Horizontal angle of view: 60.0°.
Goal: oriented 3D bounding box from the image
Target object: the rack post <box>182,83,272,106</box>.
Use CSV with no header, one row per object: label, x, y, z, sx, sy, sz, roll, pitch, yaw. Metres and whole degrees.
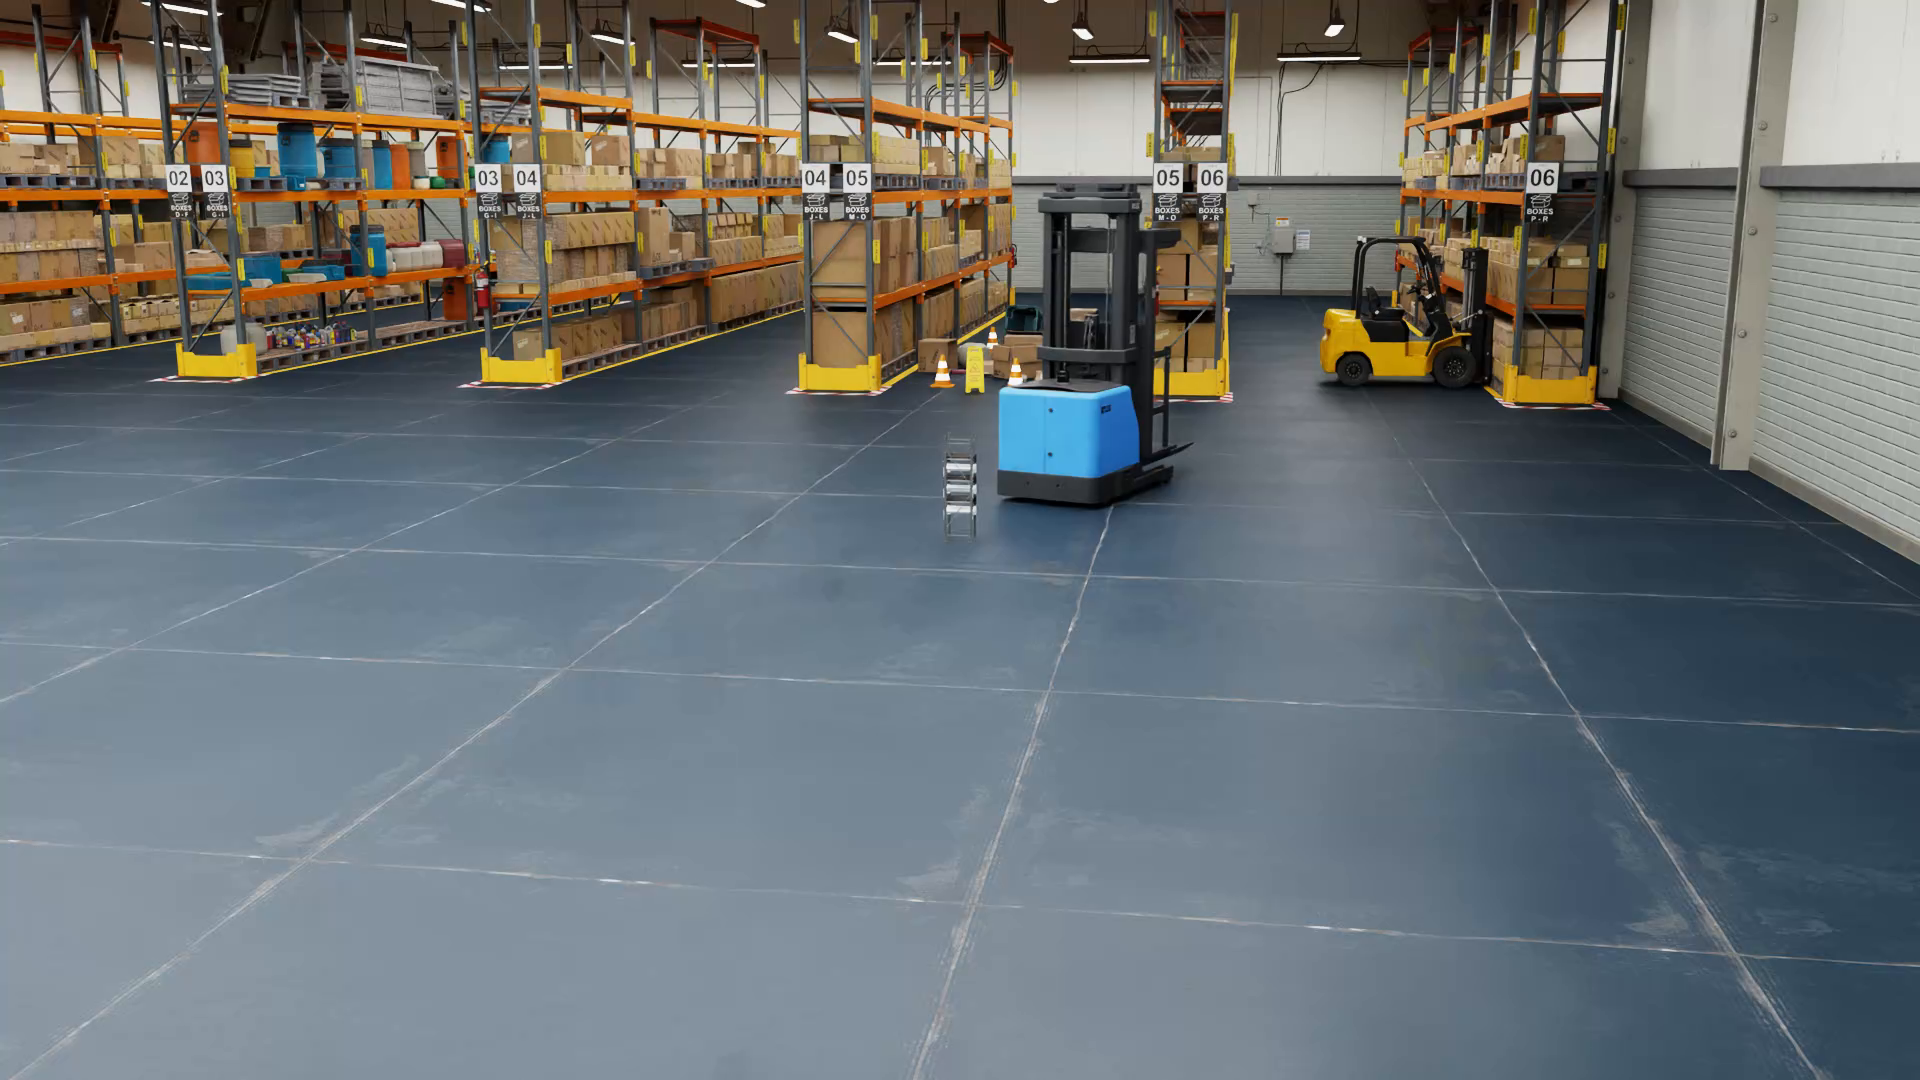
rack post,-11.276,-6.856,25.631,0.937,0.300,0.954,3,13,15

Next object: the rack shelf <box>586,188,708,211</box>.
rack shelf,-5.702,-6.217,30.310,1.077,0.370,4.000,2,12,9

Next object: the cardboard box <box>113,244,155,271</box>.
cardboard box,-15.582,-5.326,31.349,0.500,0.500,0.500,3,12,13

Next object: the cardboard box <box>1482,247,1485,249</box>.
cardboard box,8.379,-4.513,26.039,0.380,0.149,0.250,2,12,8

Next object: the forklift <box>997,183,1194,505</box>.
forklift,1.490,-2.017,16.395,1.130,2.935,3.031,6,14,28

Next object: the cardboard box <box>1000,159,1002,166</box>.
cardboard box,0.733,-8.491,37.374,0.380,0.149,0.250,2,12,10

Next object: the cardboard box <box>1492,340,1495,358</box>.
cardboard box,7.985,-2.802,24.217,0.500,0.250,0.500,2,12,7

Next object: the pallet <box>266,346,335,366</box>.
pallet,-11.233,-3.090,27.833,1.003,0.211,1.213,2,12,9

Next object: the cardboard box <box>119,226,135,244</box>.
cardboard box,-19.284,-6.933,38.052,0.500,0.500,0.500,2,12,8

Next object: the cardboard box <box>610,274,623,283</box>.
cardboard box,-5.826,-4.352,27.662,0.380,0.149,0.250,2,12,9

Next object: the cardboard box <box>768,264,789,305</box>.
cardboard box,-4.460,-5.840,38.020,0.875,0.875,0.875,2,12,9

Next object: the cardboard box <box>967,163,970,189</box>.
cardboard box,-0.088,-7.067,32.308,0.500,0.500,0.500,2,12,9

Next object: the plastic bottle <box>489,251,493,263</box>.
plastic bottle,-9.730,-5.873,34.401,0.061,0.283,0.133,2,12,9

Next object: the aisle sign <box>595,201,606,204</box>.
aisle sign,-8.757,-8.621,40.706,0.394,0.787,0.004,2,12,9

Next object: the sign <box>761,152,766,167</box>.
sign,-4.241,-8.209,35.870,0.100,0.325,0.005,2,12,9

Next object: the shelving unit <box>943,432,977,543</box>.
shelving unit,0.001,-0.442,13.906,0.258,0.900,0.210,2,12,9

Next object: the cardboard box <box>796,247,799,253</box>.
cardboard box,-4.011,-6.818,39.107,0.380,0.149,0.250,2,12,10

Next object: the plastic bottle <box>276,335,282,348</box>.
plastic bottle,-11.456,-3.338,27.960,0.097,0.201,0.097,0,12,0

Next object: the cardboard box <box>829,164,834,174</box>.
cardboard box,-2.023,-5.350,23.939,0.380,0.149,0.250,2,12,9

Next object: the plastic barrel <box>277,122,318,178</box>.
plastic barrel,-11.162,-6.560,28.005,0.600,0.901,0.708,2,12,9

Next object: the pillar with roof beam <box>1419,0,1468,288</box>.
pillar with roof beam,7.585,-10.307,40.461,9.100,9.000,0.548,2,12,9

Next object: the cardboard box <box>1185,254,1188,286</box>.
cardboard box,3.061,-3.953,24.272,0.500,0.500,0.500,2,12,9

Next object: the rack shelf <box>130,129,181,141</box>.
rack shelf,-19.154,-9.635,39.998,1.077,0.370,4.000,2,12,9

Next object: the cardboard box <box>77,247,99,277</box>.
cardboard box,-15.859,-4.964,29.671,0.700,0.500,0.500,2,12,7

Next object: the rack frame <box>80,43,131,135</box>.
rack frame,-19.462,-9.766,37.948,1.000,3.000,0.127,2,12,9

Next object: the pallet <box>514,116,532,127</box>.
pallet,-9.770,-8.984,35.717,1.003,0.211,1.213,2,12,9

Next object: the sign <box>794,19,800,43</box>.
sign,-2.273,-7.120,23.268,0.100,0.325,0.005,2,12,9

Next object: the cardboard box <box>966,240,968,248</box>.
cardboard box,-0.039,-5.927,33.270,0.380,0.149,0.250,2,12,8

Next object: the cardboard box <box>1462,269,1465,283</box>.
cardboard box,8.579,-4.350,27.414,0.500,0.250,0.500,2,12,8

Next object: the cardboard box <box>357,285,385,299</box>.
cardboard box,-14.283,-6.059,39.871,0.797,0.503,0.637,2,12,9

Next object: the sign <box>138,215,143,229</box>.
sign,-18.924,-7.345,38.394,0.100,0.325,0.005,2,12,9

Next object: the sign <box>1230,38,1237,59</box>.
sign,4.316,-7.772,26.290,0.100,0.325,0.005,2,12,9

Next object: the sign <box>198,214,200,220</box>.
sign,-19.394,-8.147,42.433,0.100,0.325,0.005,2,12,9

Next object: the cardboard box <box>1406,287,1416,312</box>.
cardboard box,10.016,-5.169,35.797,0.700,0.500,0.500,1,12,7

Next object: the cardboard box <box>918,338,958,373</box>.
cardboard box,-0.348,-2.927,26.384,0.500,0.500,0.500,4,13,18

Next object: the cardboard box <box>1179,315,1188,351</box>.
cardboard box,3.195,-3.149,25.235,0.500,0.500,0.500,2,12,7

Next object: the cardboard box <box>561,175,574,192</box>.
cardboard box,-6.222,-5.446,25.380,0.500,0.250,0.500,2,12,7

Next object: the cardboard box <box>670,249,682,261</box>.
cardboard box,-5.384,-5.303,30.801,0.396,0.266,0.258,2,12,7

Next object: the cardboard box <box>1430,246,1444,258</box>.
cardboard box,9.146,-5.400,31.289,0.500,0.250,0.500,1,12,6

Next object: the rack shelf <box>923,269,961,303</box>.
rack shelf,-0.816,-4.569,29.783,1.077,0.370,4.000,2,12,9

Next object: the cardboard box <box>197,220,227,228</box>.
cardboard box,-18.915,-7.706,41.918,0.980,0.700,0.700,2,12,11

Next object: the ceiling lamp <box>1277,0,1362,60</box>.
ceiling lamp,8.645,-13.123,39.669,2.000,3.185,0.800,2,12,9

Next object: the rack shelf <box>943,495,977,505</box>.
rack shelf,0.001,-0.321,13.932,0.258,0.077,0.200,2,12,9

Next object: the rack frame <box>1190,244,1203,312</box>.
rack frame,3.783,-4.365,27.128,1.000,3.000,0.127,2,12,9

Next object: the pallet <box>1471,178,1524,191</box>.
pallet,8.811,-5.762,26.944,0.805,0.209,1.217,1,12,6

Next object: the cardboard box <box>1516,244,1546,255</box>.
cardboard box,7.927,-4.018,23.032,0.380,0.149,0.250,2,12,9

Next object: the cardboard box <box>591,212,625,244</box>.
cardboard box,-5.882,-5.163,27.512,0.500,0.500,0.500,2,12,9

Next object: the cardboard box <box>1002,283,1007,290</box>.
cardboard box,0.881,-5.878,38.507,0.380,0.149,0.250,2,12,7

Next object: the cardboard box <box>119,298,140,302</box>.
cardboard box,-15.865,-4.449,31.717,0.500,0.311,0.500,2,12,8

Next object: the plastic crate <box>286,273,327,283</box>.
plastic crate,-10.903,-4.372,27.784,0.530,0.136,0.437,2,12,9

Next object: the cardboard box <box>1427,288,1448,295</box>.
cardboard box,9.606,-4.991,33.429,0.380,0.149,0.250,1,12,6

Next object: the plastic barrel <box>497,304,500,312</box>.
plastic barrel,-10.057,-5.126,35.569,0.421,0.512,0.421,0,12,0

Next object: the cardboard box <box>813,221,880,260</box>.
cardboard box,-1.644,-4.349,24.134,0.875,0.550,0.550,2,12,9

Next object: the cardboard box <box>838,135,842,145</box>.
cardboard box,-1.943,-5.846,24.348,0.380,0.149,0.250,2,12,10
